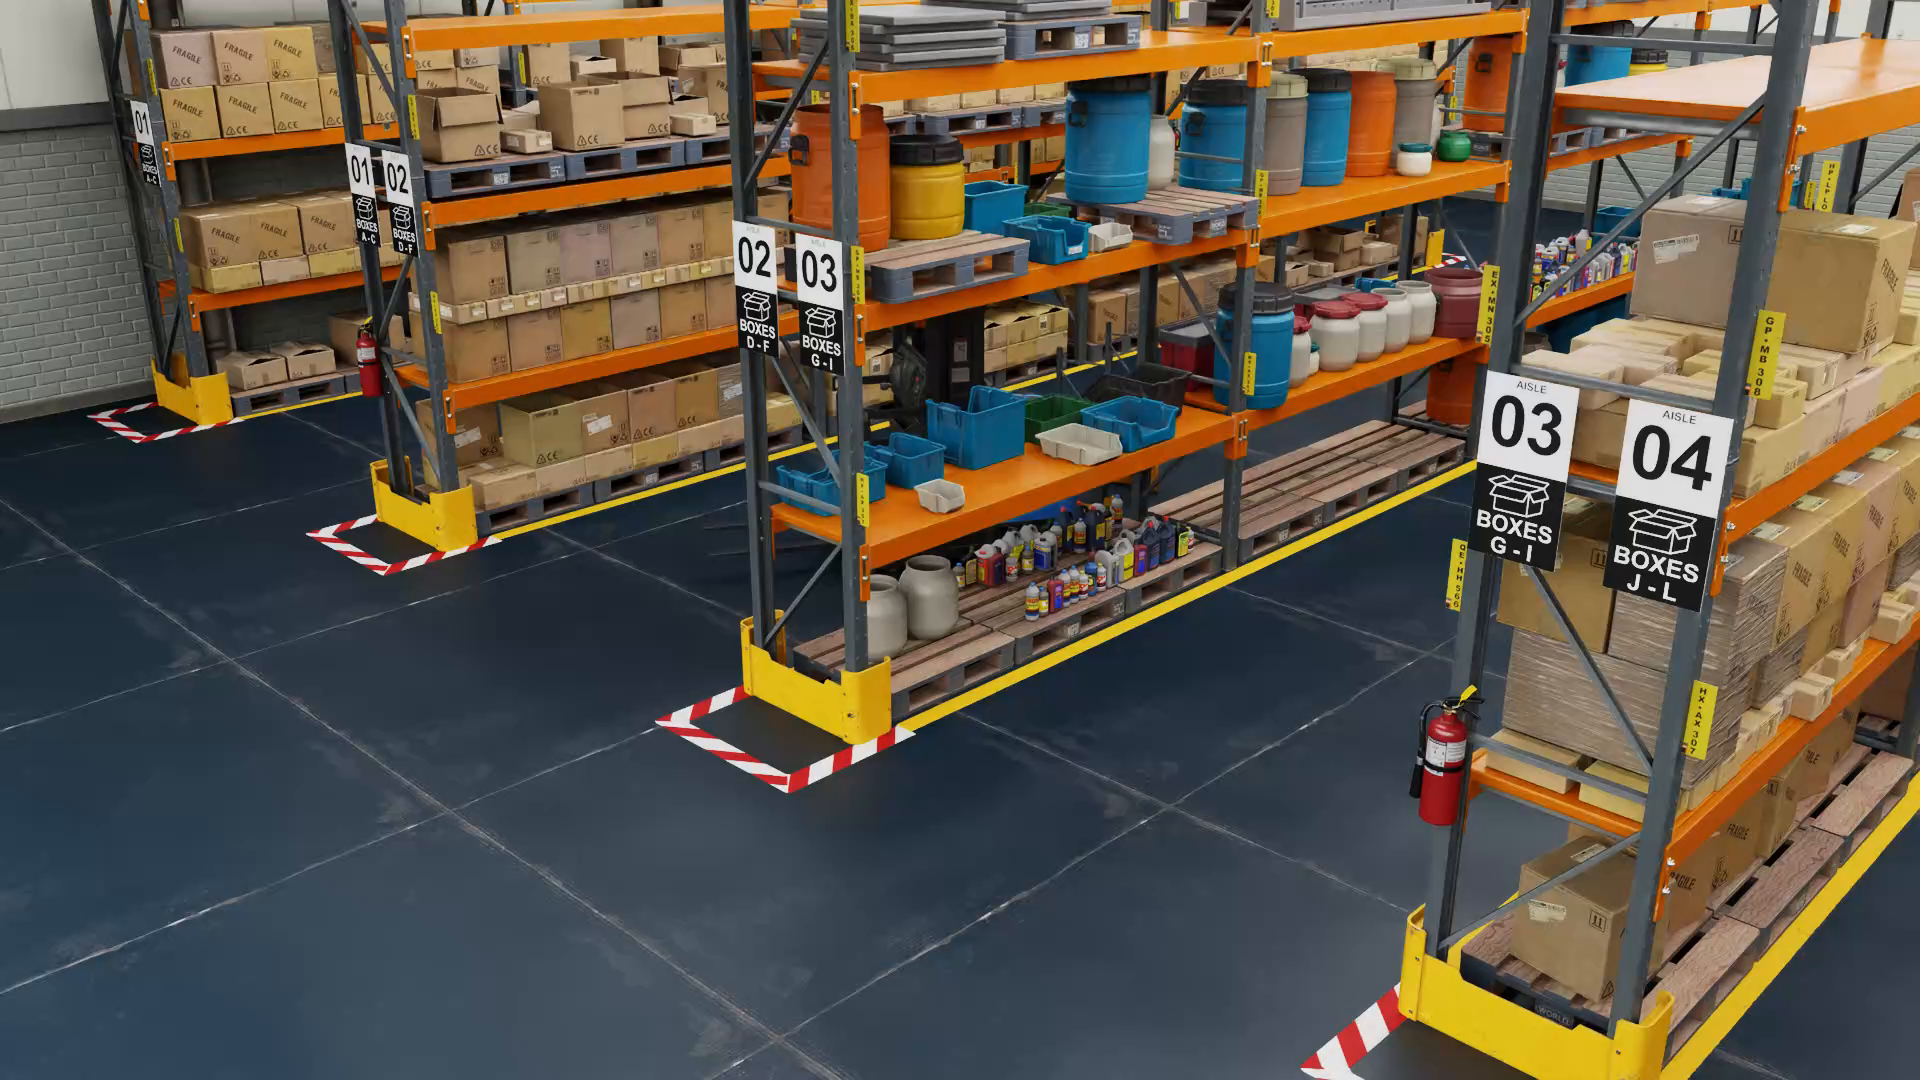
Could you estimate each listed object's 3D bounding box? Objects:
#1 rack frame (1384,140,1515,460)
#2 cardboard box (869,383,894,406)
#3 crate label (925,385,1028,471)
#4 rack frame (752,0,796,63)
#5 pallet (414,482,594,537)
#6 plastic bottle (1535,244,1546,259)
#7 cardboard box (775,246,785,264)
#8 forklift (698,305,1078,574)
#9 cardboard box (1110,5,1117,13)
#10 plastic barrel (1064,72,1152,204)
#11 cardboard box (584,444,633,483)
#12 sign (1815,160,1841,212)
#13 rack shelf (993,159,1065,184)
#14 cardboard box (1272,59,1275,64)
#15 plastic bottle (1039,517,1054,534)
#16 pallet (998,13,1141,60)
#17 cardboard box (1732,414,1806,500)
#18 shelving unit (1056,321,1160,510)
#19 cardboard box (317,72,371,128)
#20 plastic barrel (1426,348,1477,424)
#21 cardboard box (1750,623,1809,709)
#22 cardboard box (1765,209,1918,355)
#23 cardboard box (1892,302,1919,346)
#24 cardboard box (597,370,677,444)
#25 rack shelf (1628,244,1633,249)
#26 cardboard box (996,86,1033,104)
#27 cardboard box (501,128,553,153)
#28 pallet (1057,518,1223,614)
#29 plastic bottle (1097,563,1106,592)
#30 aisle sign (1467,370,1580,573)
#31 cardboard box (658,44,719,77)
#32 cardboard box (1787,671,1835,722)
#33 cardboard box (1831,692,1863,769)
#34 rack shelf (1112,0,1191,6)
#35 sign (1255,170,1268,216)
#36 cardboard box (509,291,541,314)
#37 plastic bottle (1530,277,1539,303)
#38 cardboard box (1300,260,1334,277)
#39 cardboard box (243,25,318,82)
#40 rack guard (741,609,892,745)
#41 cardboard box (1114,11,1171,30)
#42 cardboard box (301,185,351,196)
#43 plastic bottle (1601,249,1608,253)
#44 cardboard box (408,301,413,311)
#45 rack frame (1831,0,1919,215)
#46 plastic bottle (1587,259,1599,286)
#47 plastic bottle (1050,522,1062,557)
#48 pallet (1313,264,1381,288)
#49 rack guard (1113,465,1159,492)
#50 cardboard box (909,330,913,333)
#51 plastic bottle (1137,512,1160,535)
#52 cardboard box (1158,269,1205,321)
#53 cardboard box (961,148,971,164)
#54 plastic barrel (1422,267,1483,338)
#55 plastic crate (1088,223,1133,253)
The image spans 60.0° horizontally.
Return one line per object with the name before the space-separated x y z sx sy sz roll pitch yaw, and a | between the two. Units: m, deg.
rack frame | 4.607 -2.306 15.754 1.000 3.000 0.127 19 28 41
cardboard box | -0.914 -1.603 17.174 0.500 0.250 0.500 -19 28 -41
crate label | 0.116 -0.806 11.804 0.502 0.435 0.616 19 28 41
rack frame | -2.491 -7.585 21.129 1.000 3.000 0.127 19 28 41
pallet | -4.017 -0.395 14.670 1.003 0.211 1.213 19 28 41
plastic bottle | 6.155 -3.014 17.770 0.152 0.276 0.135 19 28 41
cardboard box | -1.766 -2.744 15.851 0.380 0.149 0.250 19 28 41
forklift | -0.600 -1.307 13.250 3.031 2.935 1.130 -6 22 -15
cardboard box | 2.060 -8.246 25.467 0.500 0.500 0.500 18 27 38
plastic barrel | 1.045 -2.878 11.779 0.600 0.901 0.708 19 28 41
cardboard box | -3.292 -0.742 14.934 0.500 0.250 0.500 19 28 41
sign | 4.965 -2.001 9.511 0.100 0.325 0.005 19 28 41
rack shelf | 1.694 -5.992 26.347 1.077 0.370 4.000 19 28 41
cardboard box | 3.996 -6.331 21.558 0.500 0.250 0.500 19 28 41
plastic bottle | 0.679 -0.031 13.008 0.133 0.283 0.061 -19 28 -40
pallet | 0.410 -3.269 10.719 1.003 0.211 1.213 19 28 41
cardboard box | 3.096 -0.399 6.821 0.500 0.250 0.500 -19 28 -40
shelving unit | 1.288 -1.043 14.561 0.587 1.500 1.083 11 24 27
cardboard box | -6.542 -4.615 17.414 0.500 0.500 0.500 -18 27 -39
plastic barrel | 4.936 -1.619 16.406 0.600 0.830 0.708 19 28 41
cardboard box | 3.621 0.394 8.176 0.875 0.500 0.500 19 28 41
cardboard box | 3.804 -1.143 7.296 0.500 0.500 0.500 19 28 40
cardboard box | 4.430 -1.058 7.980 0.250 0.149 0.380 -19 28 -40
cardboard box | -2.939 -1.219 15.130 0.500 0.500 0.500 19 28 41
rack shelf | 8.792 -3.512 19.896 1.077 0.370 4.000 19 28 41
cardboard box | 0.432 -4.802 17.693 0.500 0.250 0.500 -19 28 -41
cardboard box | -3.573 -3.292 13.710 0.380 0.149 0.250 19 28 41
pallet | 1.318 0.187 13.157 1.003 0.211 1.213 19 28 41
plastic bottle | 1.035 0.272 12.336 0.097 0.201 0.097 0 21 0
aisle sign | 2.317 -0.282 6.866 0.394 0.787 0.004 19 28 41
cardboard box | -3.462 -5.933 20.838 0.637 0.503 0.797 -15 26 -35
cardboard box | 4.060 0.733 8.199 0.380 0.149 0.250 19 28 41
cardboard box | 5.057 1.026 9.985 0.500 0.500 0.500 18 28 39
rack shelf | 2.456 -6.338 19.444 1.077 0.370 4.000 19 28 41
sign | 2.203 -2.541 12.173 0.100 0.325 0.005 19 28 41
cardboard box | -3.735 -2.019 13.964 0.380 0.149 0.250 19 28 41
plastic bottle | 5.589 -2.423 16.223 0.061 0.283 0.133 19 28 41
cardboard box | 4.895 -3.736 22.811 0.380 0.166 0.250 19 28 41
cardboard box | -6.894 -4.941 16.868 0.500 0.500 0.500 -19 28 -41
rack guard | -0.955 0.886 10.934 1.175 0.500 0.348 19 28 41
cardboard box | 2.081 -5.833 19.216 0.500 0.500 0.500 19 28 41
cardboard box | -6.829 -3.583 18.213 0.500 0.500 0.500 -20 29 -41
plastic bottle | 6.758 -2.981 17.580 0.144 0.351 0.185 19 28 41
cardboard box | -5.977 -2.519 19.179 0.500 0.500 0.500 17 27 37
rack frame | 5.365 -2.838 8.777 1.000 3.000 0.127 19 28 41
plastic bottle | 6.492 -2.776 17.150 0.152 0.276 0.135 19 28 41
plastic bottle | 0.749 -0.010 12.971 0.097 0.271 0.097 0 21 0
pallet | 5.182 -3.764 23.436 1.003 0.211 1.213 19 28 41
rack guard | 1.526 -0.617 15.193 0.587 0.250 0.087 11 24 27
cardboard box | -0.192 -2.132 17.767 0.500 0.311 0.500 -19 28 -41
plastic bottle | 1.470 -0.045 12.951 0.144 0.351 0.185 19 28 41
cardboard box | 2.658 -3.029 20.508 0.500 0.500 0.500 18 27 39
cardboard box | -0.191 -5.693 23.985 0.500 0.500 0.500 20 28 41
plastic barrel | 4.500 -2.174 15.222 0.600 0.536 0.708 19 28 41
plastic crate | 0.986 -2.041 11.251 0.243 0.136 0.396 19 28 41
